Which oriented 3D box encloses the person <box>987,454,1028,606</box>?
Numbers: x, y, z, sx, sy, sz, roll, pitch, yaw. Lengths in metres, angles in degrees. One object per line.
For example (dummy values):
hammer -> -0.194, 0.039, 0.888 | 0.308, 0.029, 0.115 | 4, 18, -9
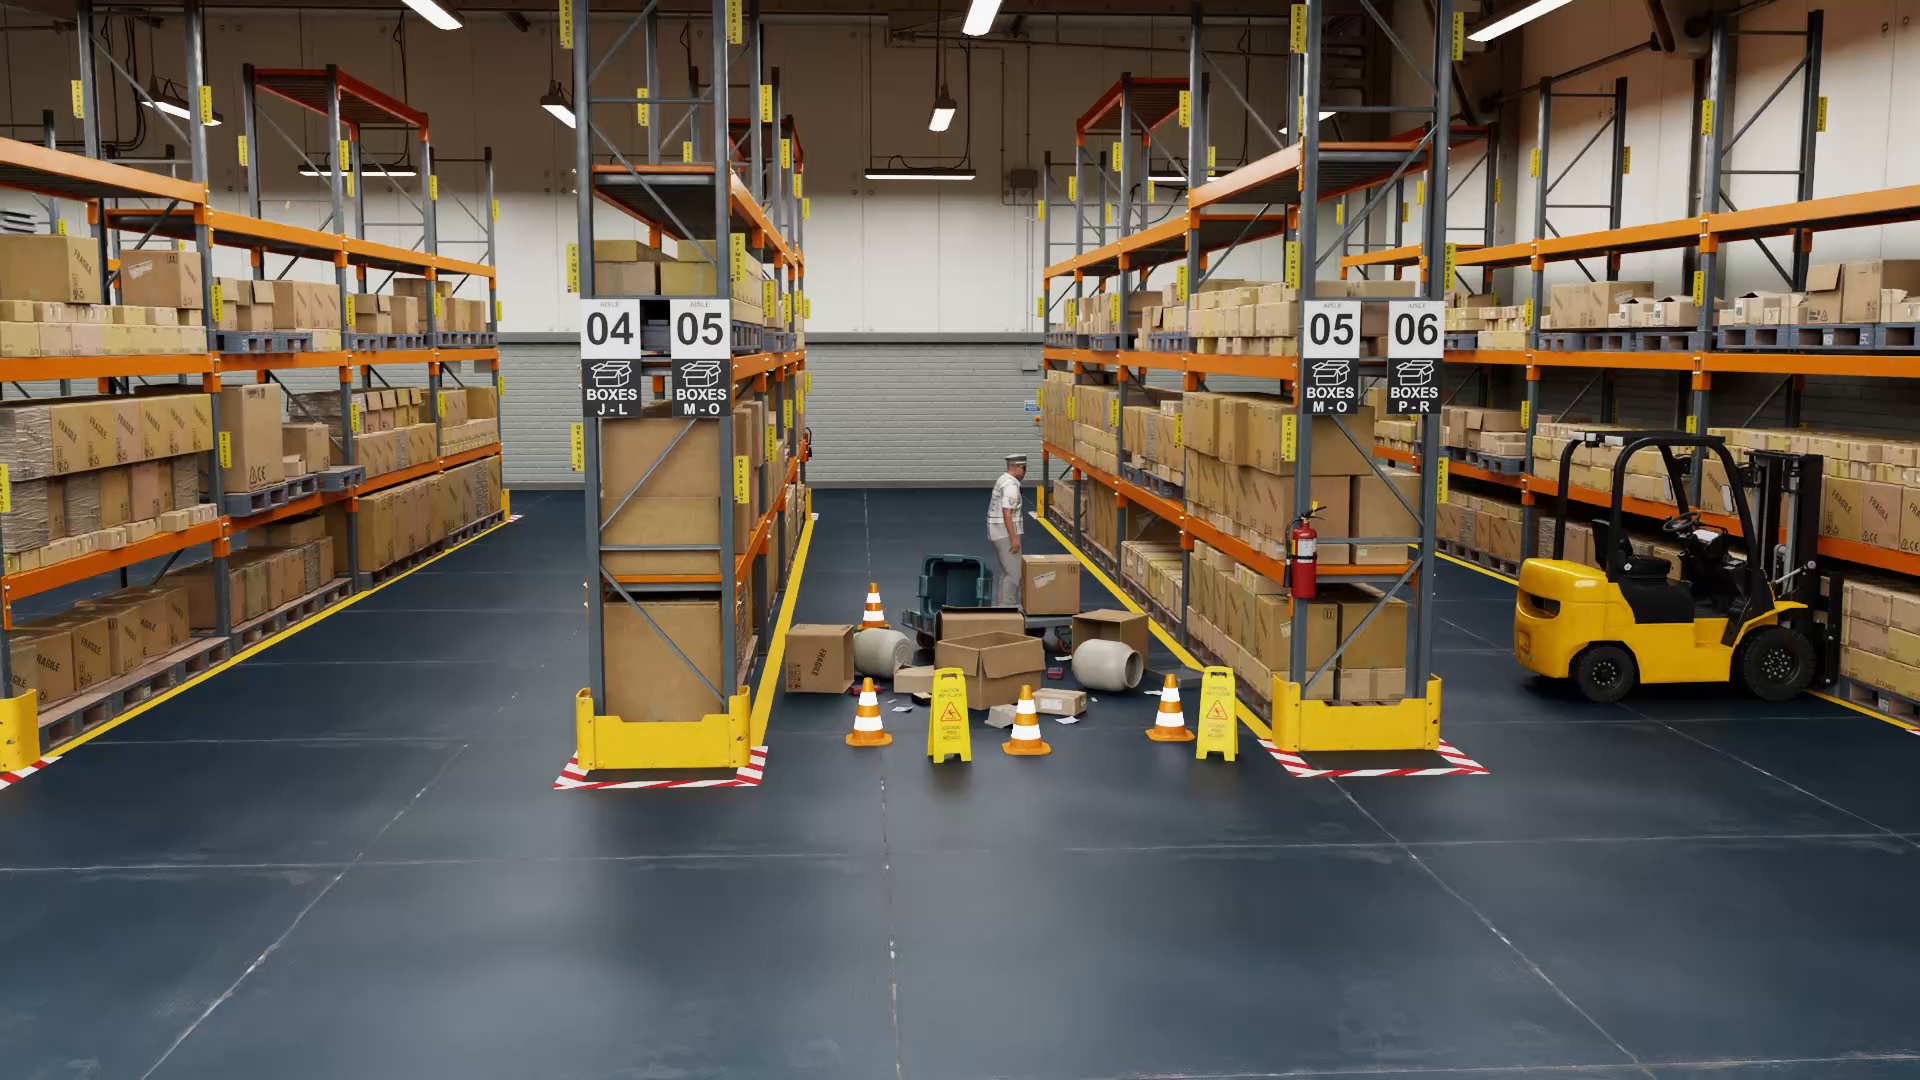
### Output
person -> 0.506, -0.029, 17.458 | 0.437, 1.747, 0.583 | -1, 7, -5
